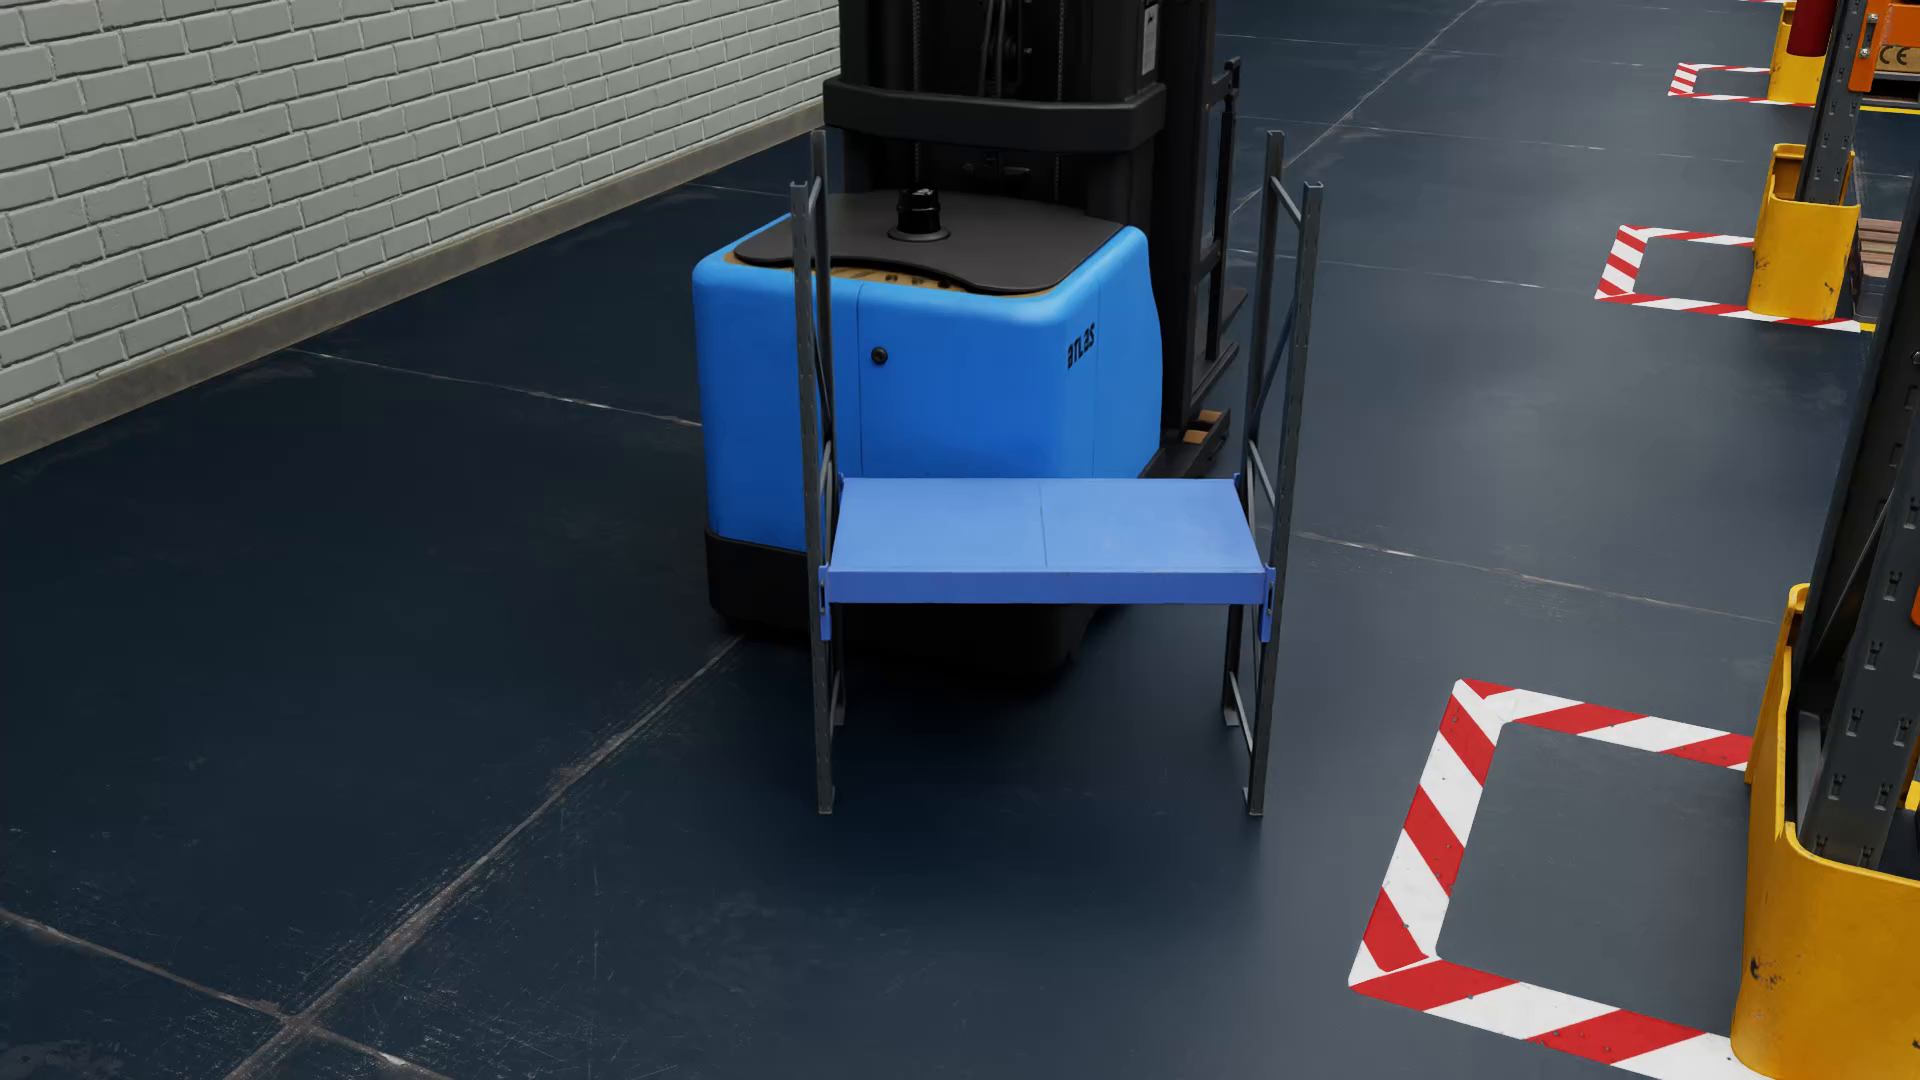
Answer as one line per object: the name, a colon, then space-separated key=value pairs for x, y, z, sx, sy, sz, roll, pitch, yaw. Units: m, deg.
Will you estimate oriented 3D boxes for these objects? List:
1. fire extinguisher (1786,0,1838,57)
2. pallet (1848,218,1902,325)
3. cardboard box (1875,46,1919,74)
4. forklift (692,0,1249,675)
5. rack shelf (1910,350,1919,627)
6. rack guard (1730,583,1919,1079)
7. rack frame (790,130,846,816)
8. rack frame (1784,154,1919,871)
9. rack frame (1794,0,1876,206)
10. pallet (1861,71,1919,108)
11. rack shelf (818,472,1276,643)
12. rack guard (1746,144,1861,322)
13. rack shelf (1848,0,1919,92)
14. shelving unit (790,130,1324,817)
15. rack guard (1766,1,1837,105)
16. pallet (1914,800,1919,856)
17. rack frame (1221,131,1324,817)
fire extinguisher: x=3.913 y=-2.551 z=7.545 sx=0.183 sy=0.674 sz=0.296 roll=11 pitch=28 yaw=22
pallet: x=4.597 y=-1.125 z=7.297 sx=1.213 sy=0.211 sz=1.003 roll=11 pitch=28 yaw=22
cardboard box: x=6.528 y=-3.685 z=11.268 sx=0.875 sy=0.875 sz=0.875 roll=11 pitch=28 yaw=22
forklift: x=0.308 y=-1.587 z=5.156 sx=1.130 sy=2.935 sz=3.031 roll=10 pitch=28 yaw=20
rack shelf: x=3.629 y=0.137 z=2.391 sx=4.000 sy=0.370 sz=1.077 roll=11 pitch=28 yaw=22
rack guard: x=1.878 y=0.584 z=3.499 sx=0.348 sy=0.500 sz=1.175 roll=11 pitch=28 yaw=22
rack frame: x=-0.317 y=-0.132 z=3.820 sx=0.032 sy=1.500 sz=0.500 roll=0 pitch=26 yaw=0
rack frame: x=1.808 y=-0.552 z=2.975 sx=0.127 sy=3.000 sz=1.000 roll=11 pitch=28 yaw=22
rack frame: x=3.862 y=-2.543 z=7.019 sx=0.127 sy=3.000 sz=1.000 roll=11 pitch=28 yaw=22
pallet: x=6.673 y=-3.169 z=11.447 sx=1.213 sy=0.211 sz=1.003 roll=11 pitch=28 yaw=22
rack shelf: x=0.191 y=0.031 z=3.897 sx=1.000 sy=0.185 sz=0.538 roll=0 pitch=26 yaw=0
rack guard: x=3.835 y=-1.421 z=7.569 sx=0.348 sy=0.500 sz=1.175 roll=11 pitch=28 yaw=22
rack shelf: x=5.683 y=-1.854 z=6.435 sx=4.000 sy=0.370 sz=1.077 roll=11 pitch=28 yaw=22
shelving unit: x=0.191 y=-0.131 z=3.817 sx=1.048 sy=1.500 sz=0.538 roll=0 pitch=26 yaw=0
rack guard: x=5.891 y=-3.417 z=11.625 sx=0.348 sy=0.500 sz=1.175 roll=11 pitch=28 yaw=22
pallet: x=2.604 y=0.859 z=3.267 sx=1.213 sy=0.211 sz=1.003 roll=11 pitch=28 yaw=22
rack frame: x=0.699 y=-0.129 z=3.814 sx=0.032 sy=1.500 sz=0.500 roll=0 pitch=26 yaw=0
